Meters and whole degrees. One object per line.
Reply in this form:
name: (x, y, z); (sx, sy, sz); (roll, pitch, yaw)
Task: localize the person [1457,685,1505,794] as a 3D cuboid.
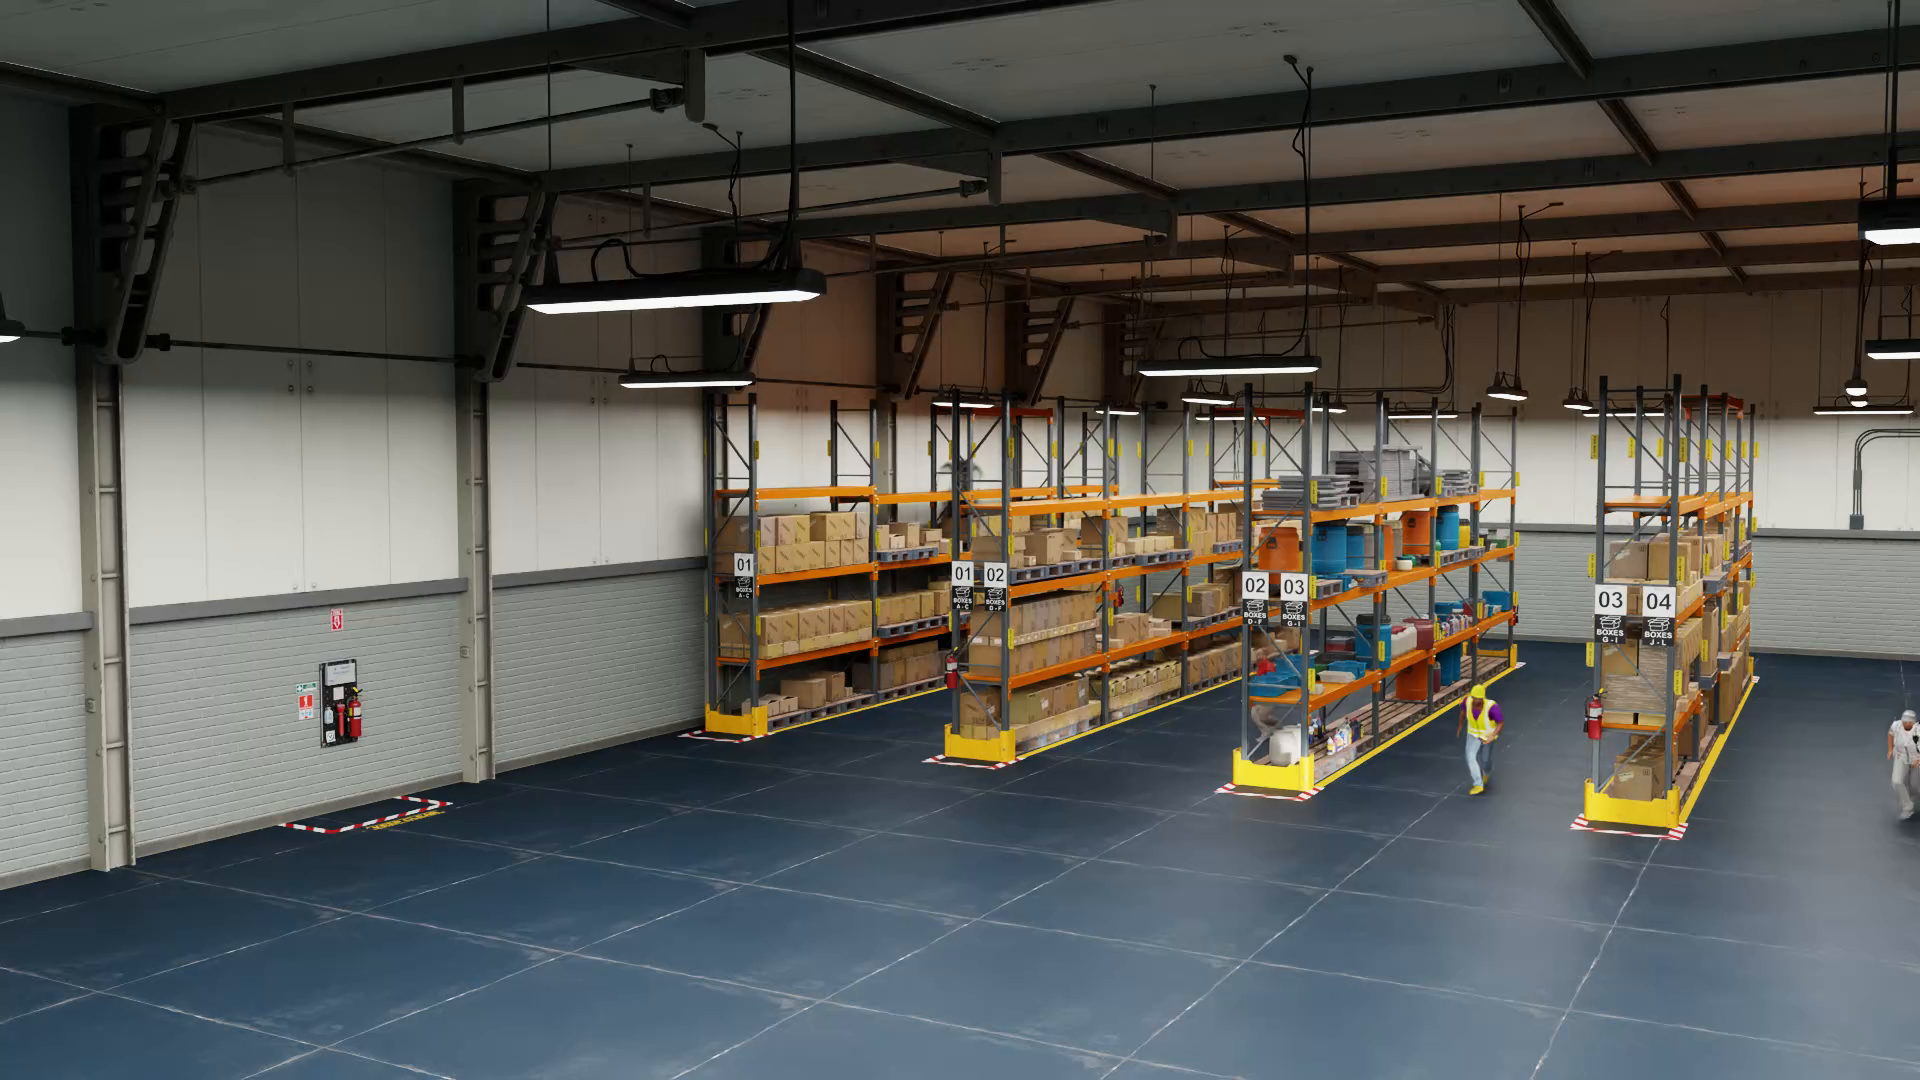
person: (7.648, 2.867, 24.339); (0.720, 1.605, 1.113); (2, 4, 32)

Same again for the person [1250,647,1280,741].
person: (5.307, 2.663, 28.675); (0.641, 1.661, 0.779); (-1, 3, -21)

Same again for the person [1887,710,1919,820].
person: (13.039, 3.033, 22.773); (0.602, 1.518, 1.076); (2, 4, 38)
